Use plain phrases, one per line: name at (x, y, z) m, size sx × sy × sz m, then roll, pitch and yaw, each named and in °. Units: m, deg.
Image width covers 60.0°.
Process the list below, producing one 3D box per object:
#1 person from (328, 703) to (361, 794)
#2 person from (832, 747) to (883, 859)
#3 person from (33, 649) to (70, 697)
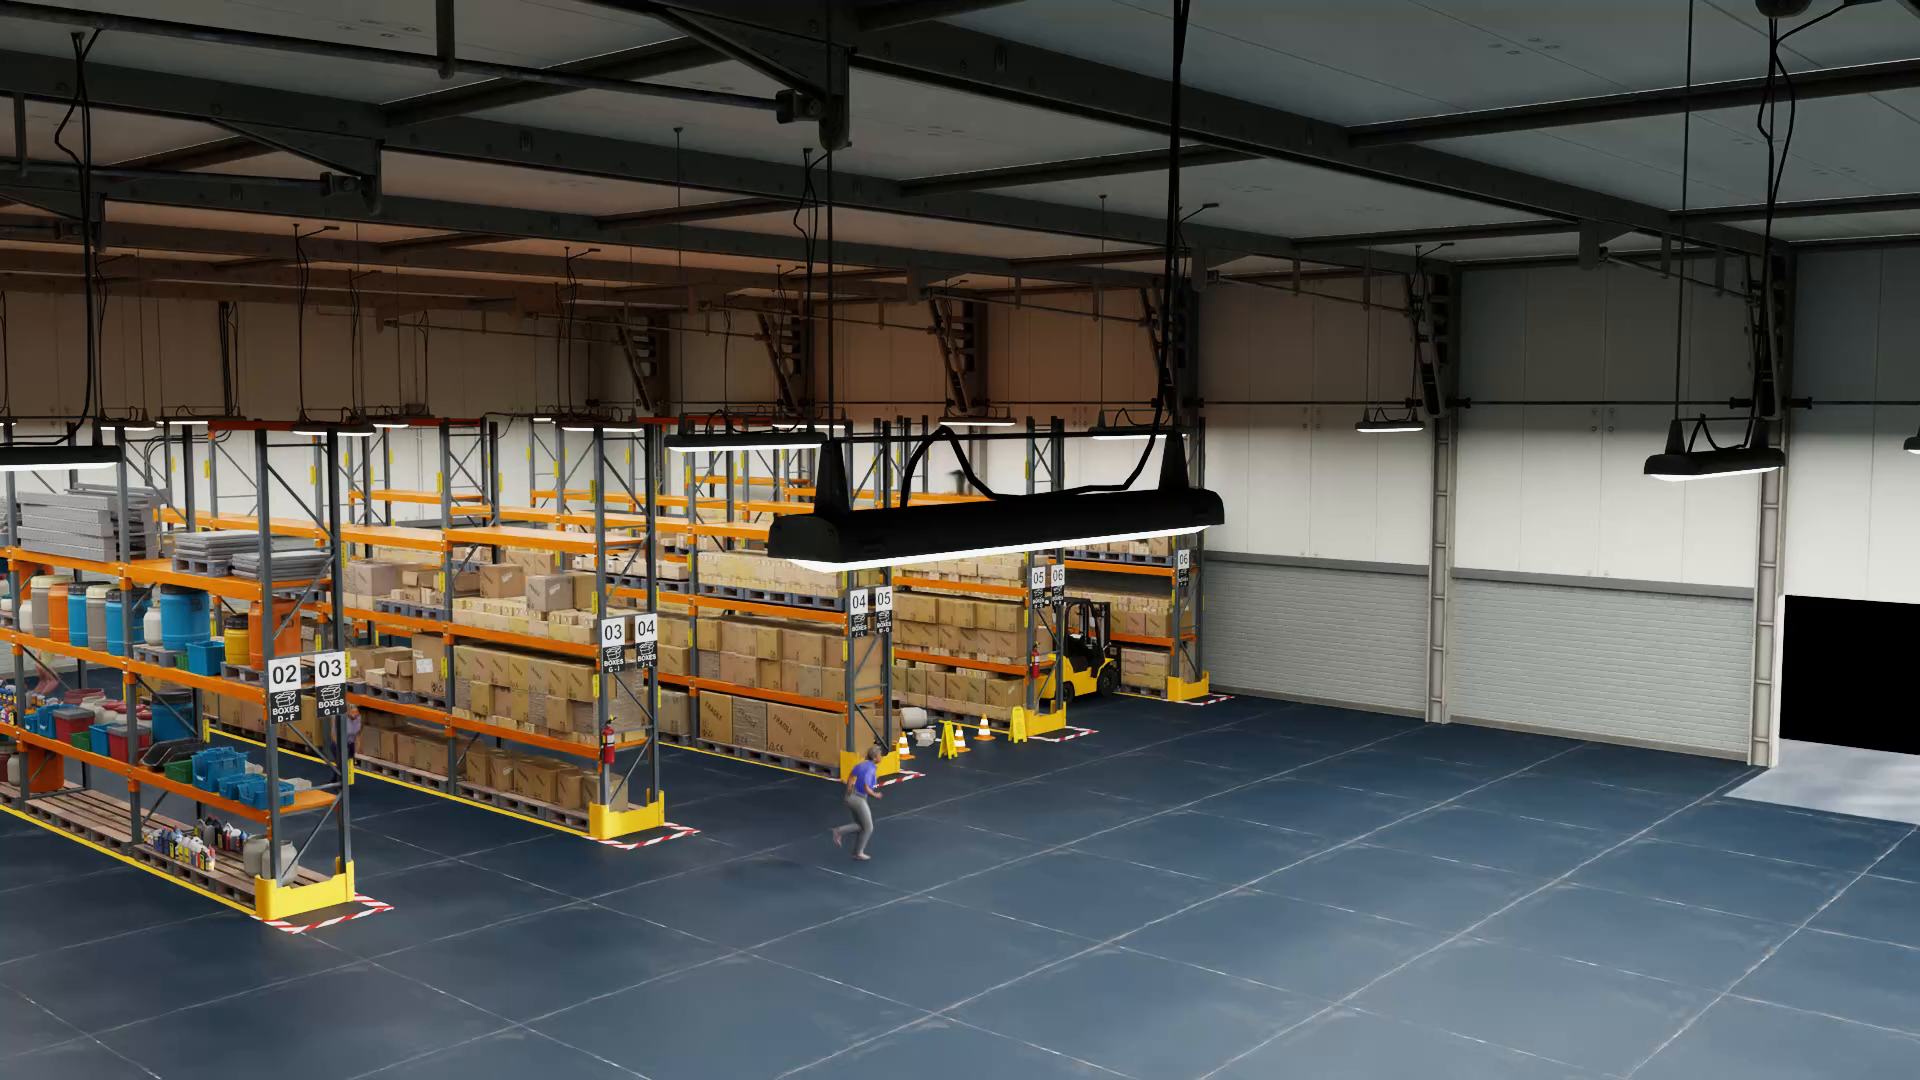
person at (-9.988, 3.356, 26.920) m, size 0.826 × 1.491 × 0.655 m, roll 2°, pitch 5°, yaw 19°
person at (-1.407, 3.662, 22.976) m, size 0.689 × 1.578 × 0.560 m, roll -1°, pitch 5°, yaw -10°
person at (-19.157, 2.668, 34.935) m, size 0.850 × 1.541 × 0.602 m, roll -3°, pitch 5°, yaw -29°
